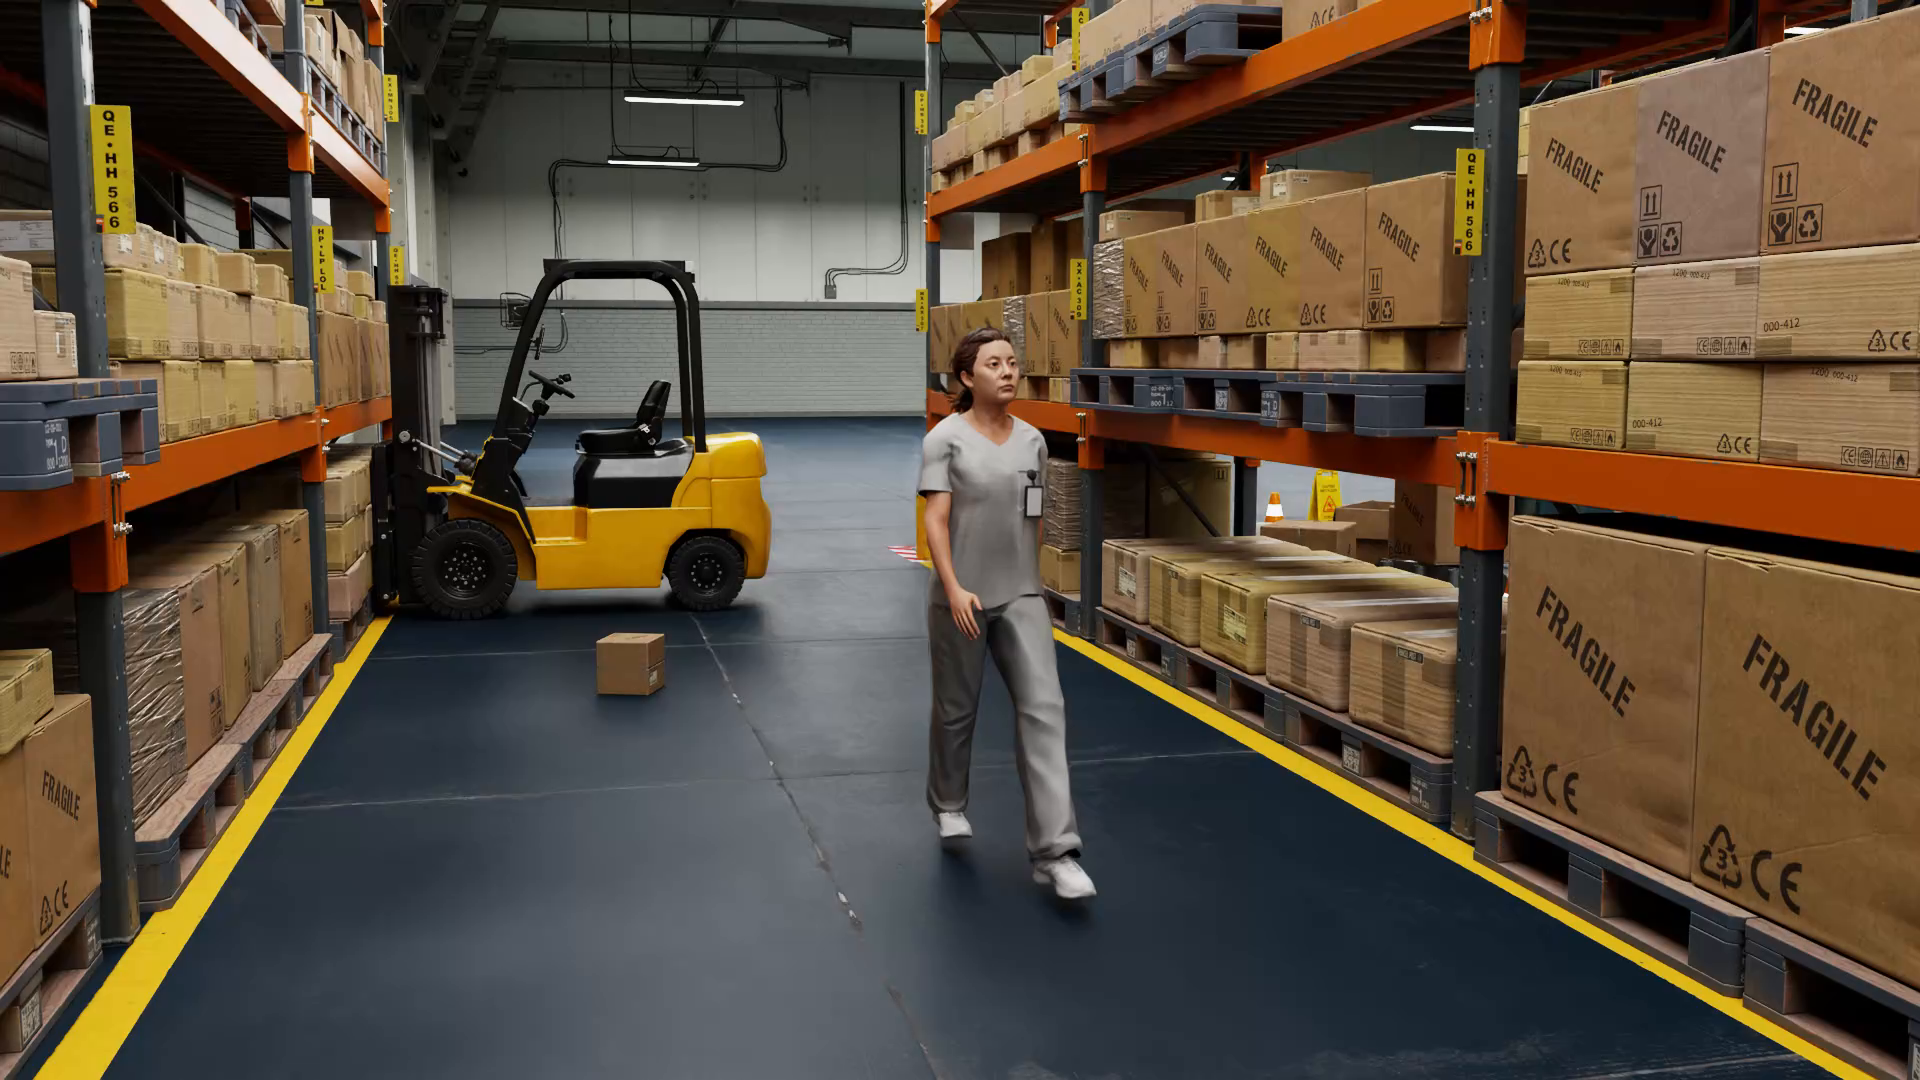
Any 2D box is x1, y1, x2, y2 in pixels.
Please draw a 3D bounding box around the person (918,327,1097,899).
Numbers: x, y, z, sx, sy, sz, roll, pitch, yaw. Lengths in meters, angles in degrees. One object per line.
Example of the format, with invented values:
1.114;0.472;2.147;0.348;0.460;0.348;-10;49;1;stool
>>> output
0.105;0.176;4.935;0.442;1.607;1.009;-2;7;-17;person
